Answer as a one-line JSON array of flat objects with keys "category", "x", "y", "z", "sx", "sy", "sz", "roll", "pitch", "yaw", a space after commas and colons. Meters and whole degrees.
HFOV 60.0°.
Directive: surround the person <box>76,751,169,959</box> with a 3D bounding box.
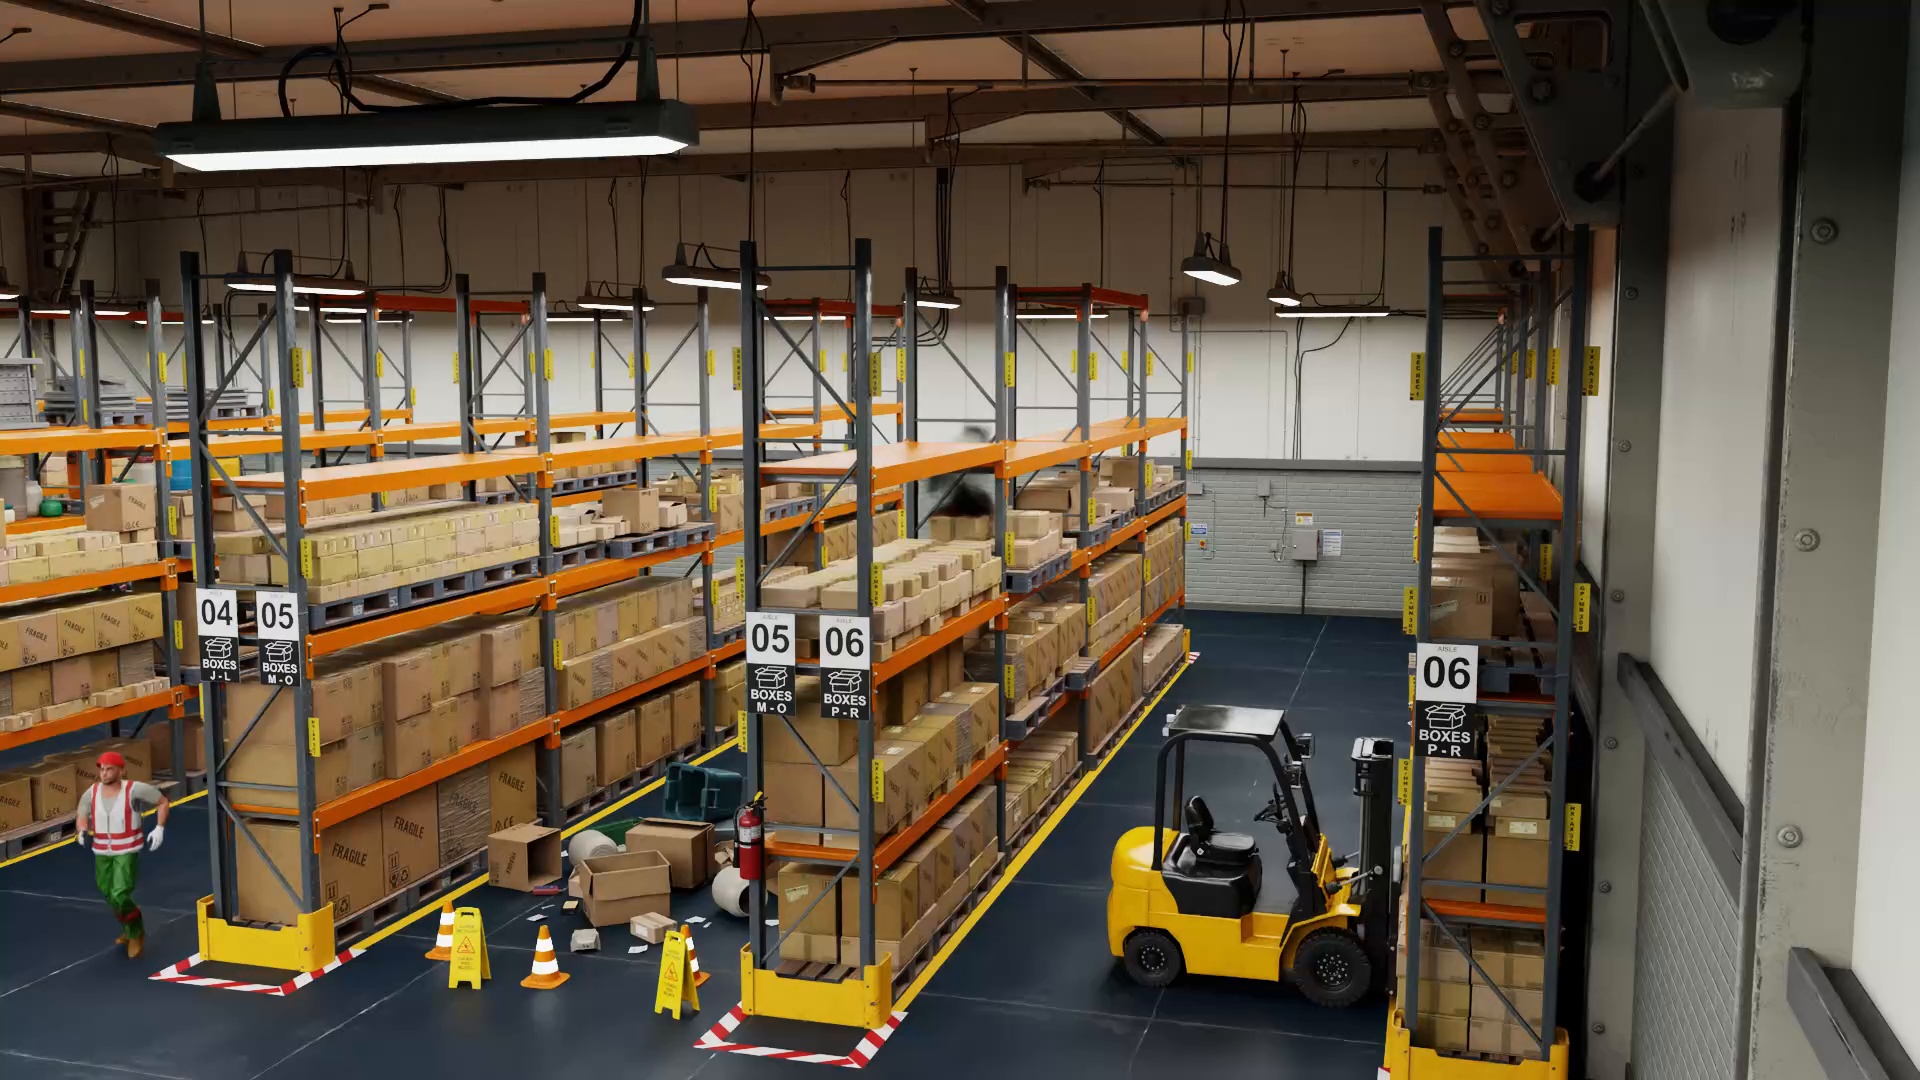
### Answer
[{"category": "person", "x": -7.206, "y": 2.707, "z": 14.234, "sx": 0.690, "sy": 1.821, "sz": 0.710, "roll": 0, "pitch": 6, "yaw": 0}]
